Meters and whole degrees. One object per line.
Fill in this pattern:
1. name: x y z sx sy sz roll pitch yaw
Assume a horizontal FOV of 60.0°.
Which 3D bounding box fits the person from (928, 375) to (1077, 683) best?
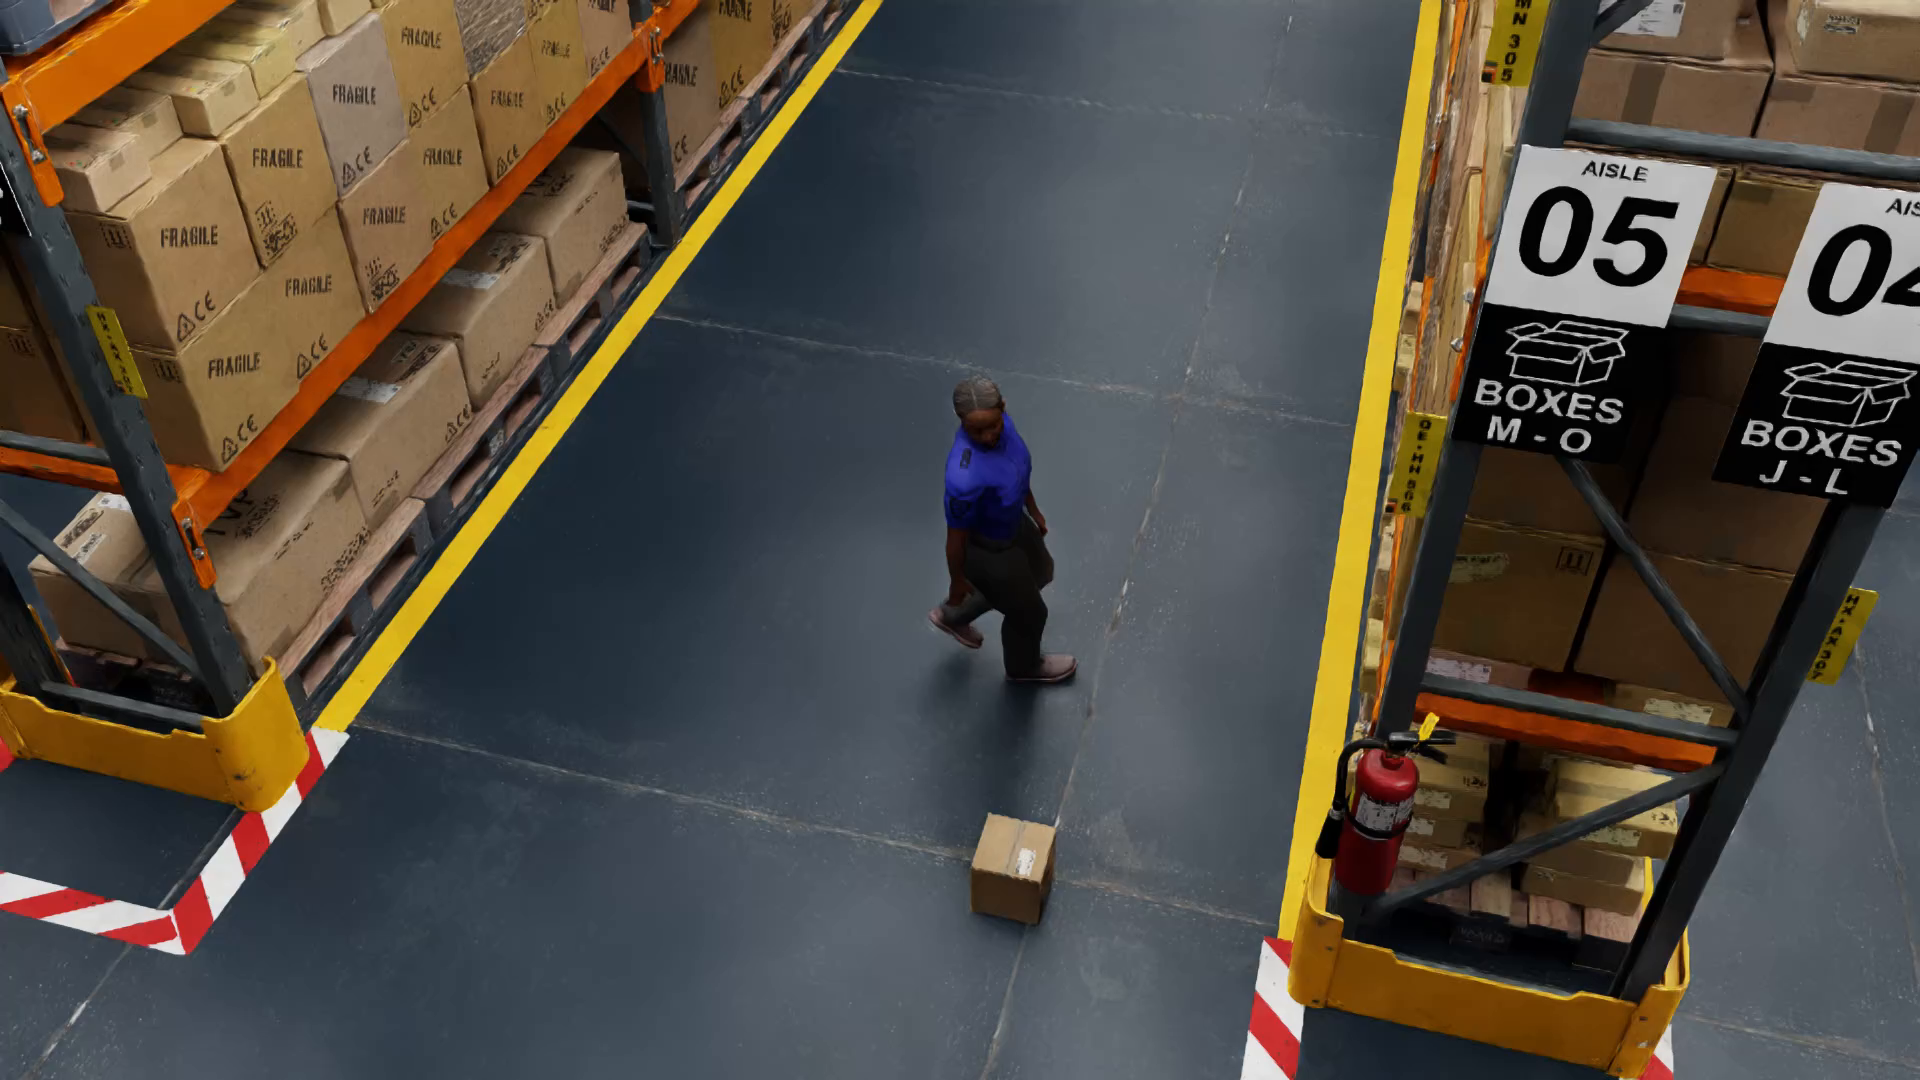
1. person: 0.147 0.010 6.177 0.606 1.611 0.523 7 42 7
